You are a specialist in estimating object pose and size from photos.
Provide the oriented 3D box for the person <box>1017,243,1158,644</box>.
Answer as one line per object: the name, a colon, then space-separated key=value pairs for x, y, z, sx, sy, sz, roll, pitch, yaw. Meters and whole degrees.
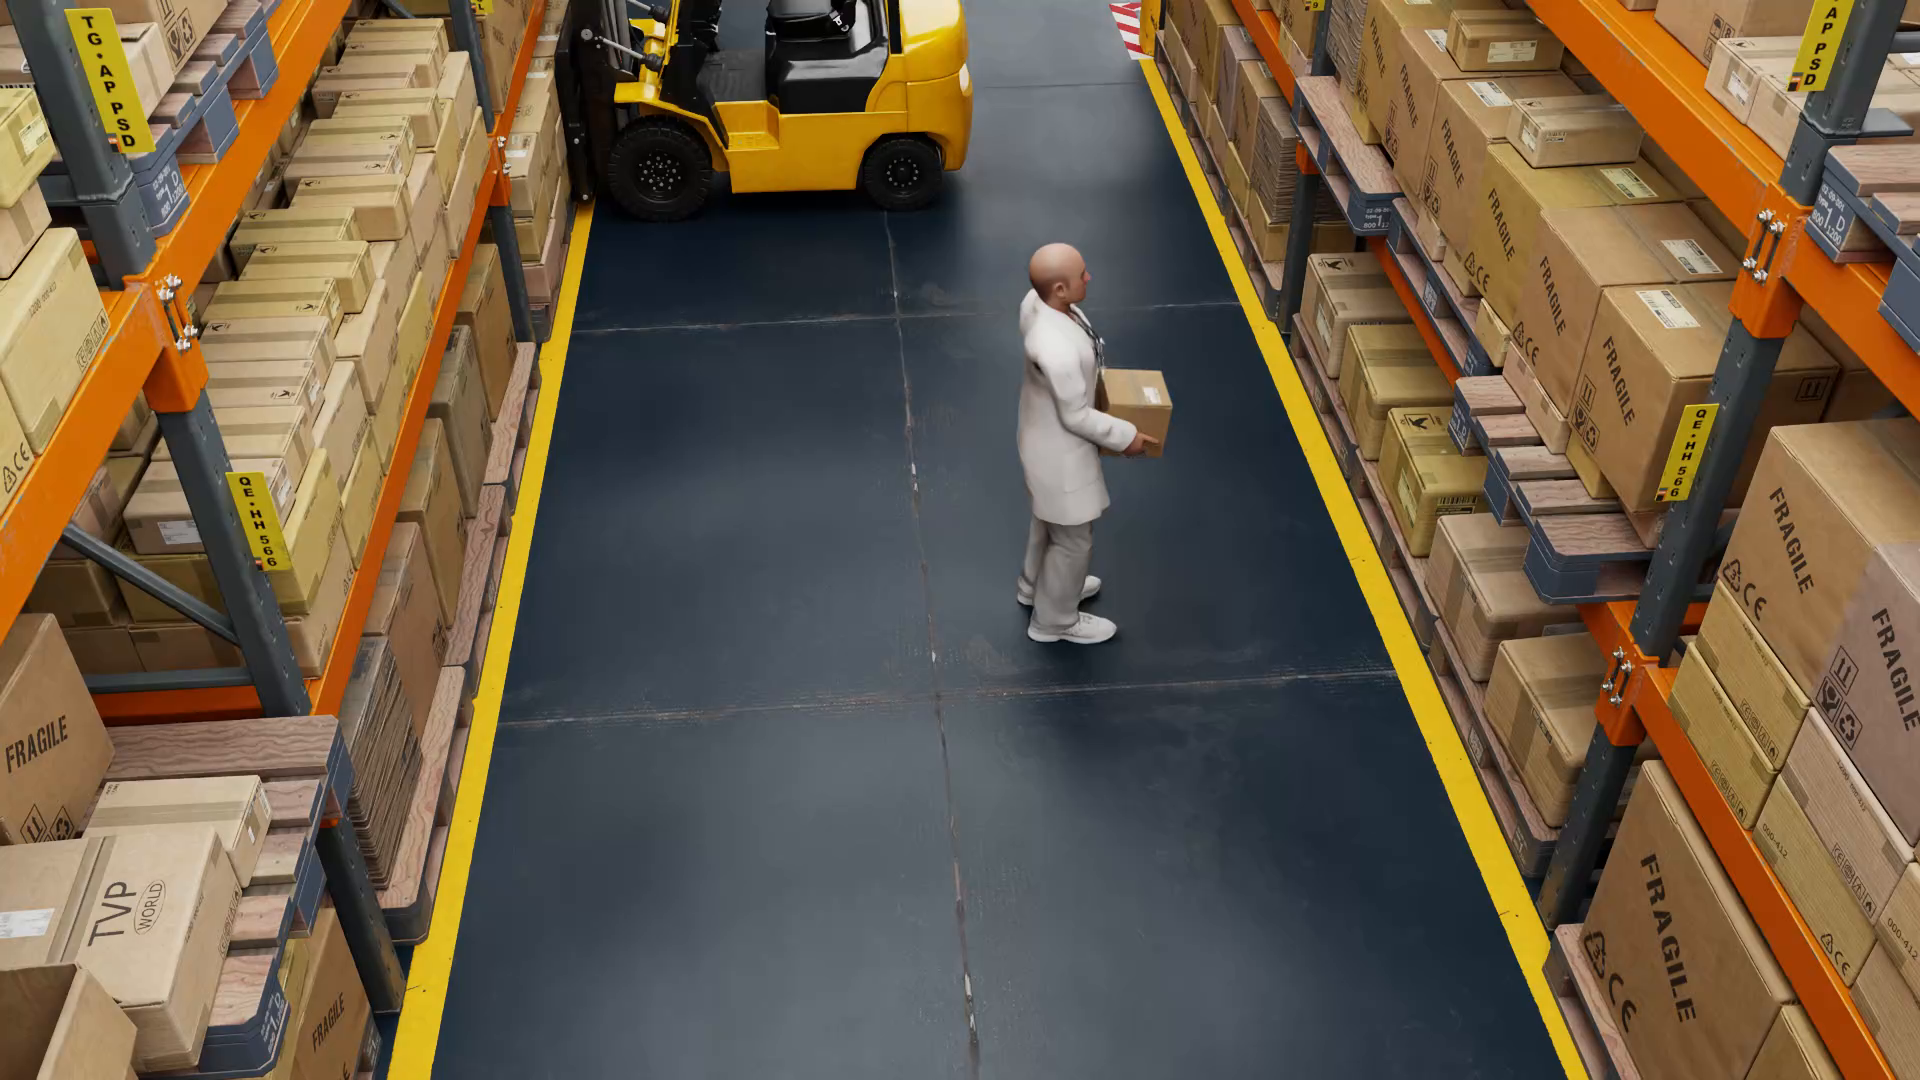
person: x=0.496 y=-0.380 z=6.636 sx=0.535 sy=1.780 sz=0.548 roll=-3 pitch=39 yaw=-4
